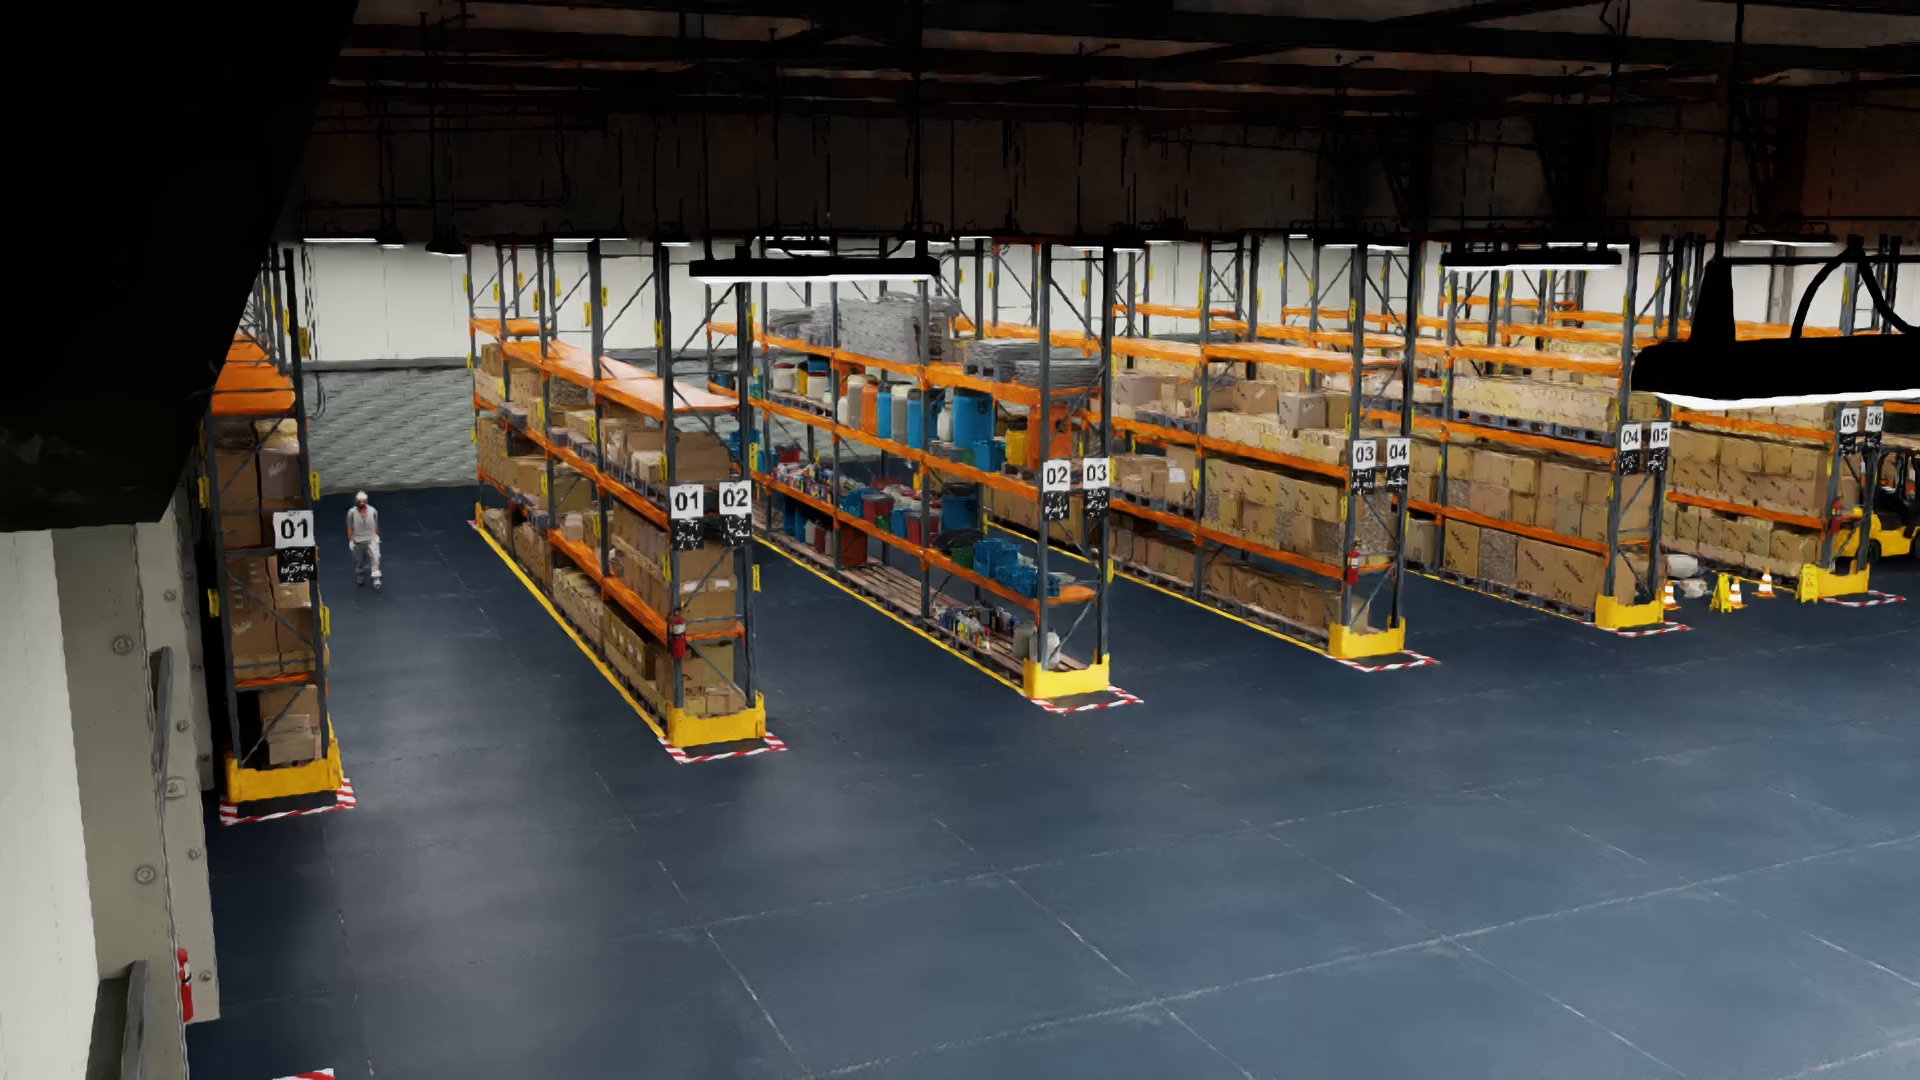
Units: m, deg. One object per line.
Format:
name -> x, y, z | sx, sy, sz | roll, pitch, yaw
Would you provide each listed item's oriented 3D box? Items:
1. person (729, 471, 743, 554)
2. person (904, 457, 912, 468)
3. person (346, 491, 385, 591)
person -> -4.307, -0.550, 31.687 | 0.495, 1.589, 1.068 | -4, 12, -21
person -> -1.428, -2.766, 42.820 | 0.640, 1.789, 0.539 | 6, 12, 27
person -> -10.223, -0.003, 28.551 | 0.557, 1.705, 1.116 | -5, 12, -26
